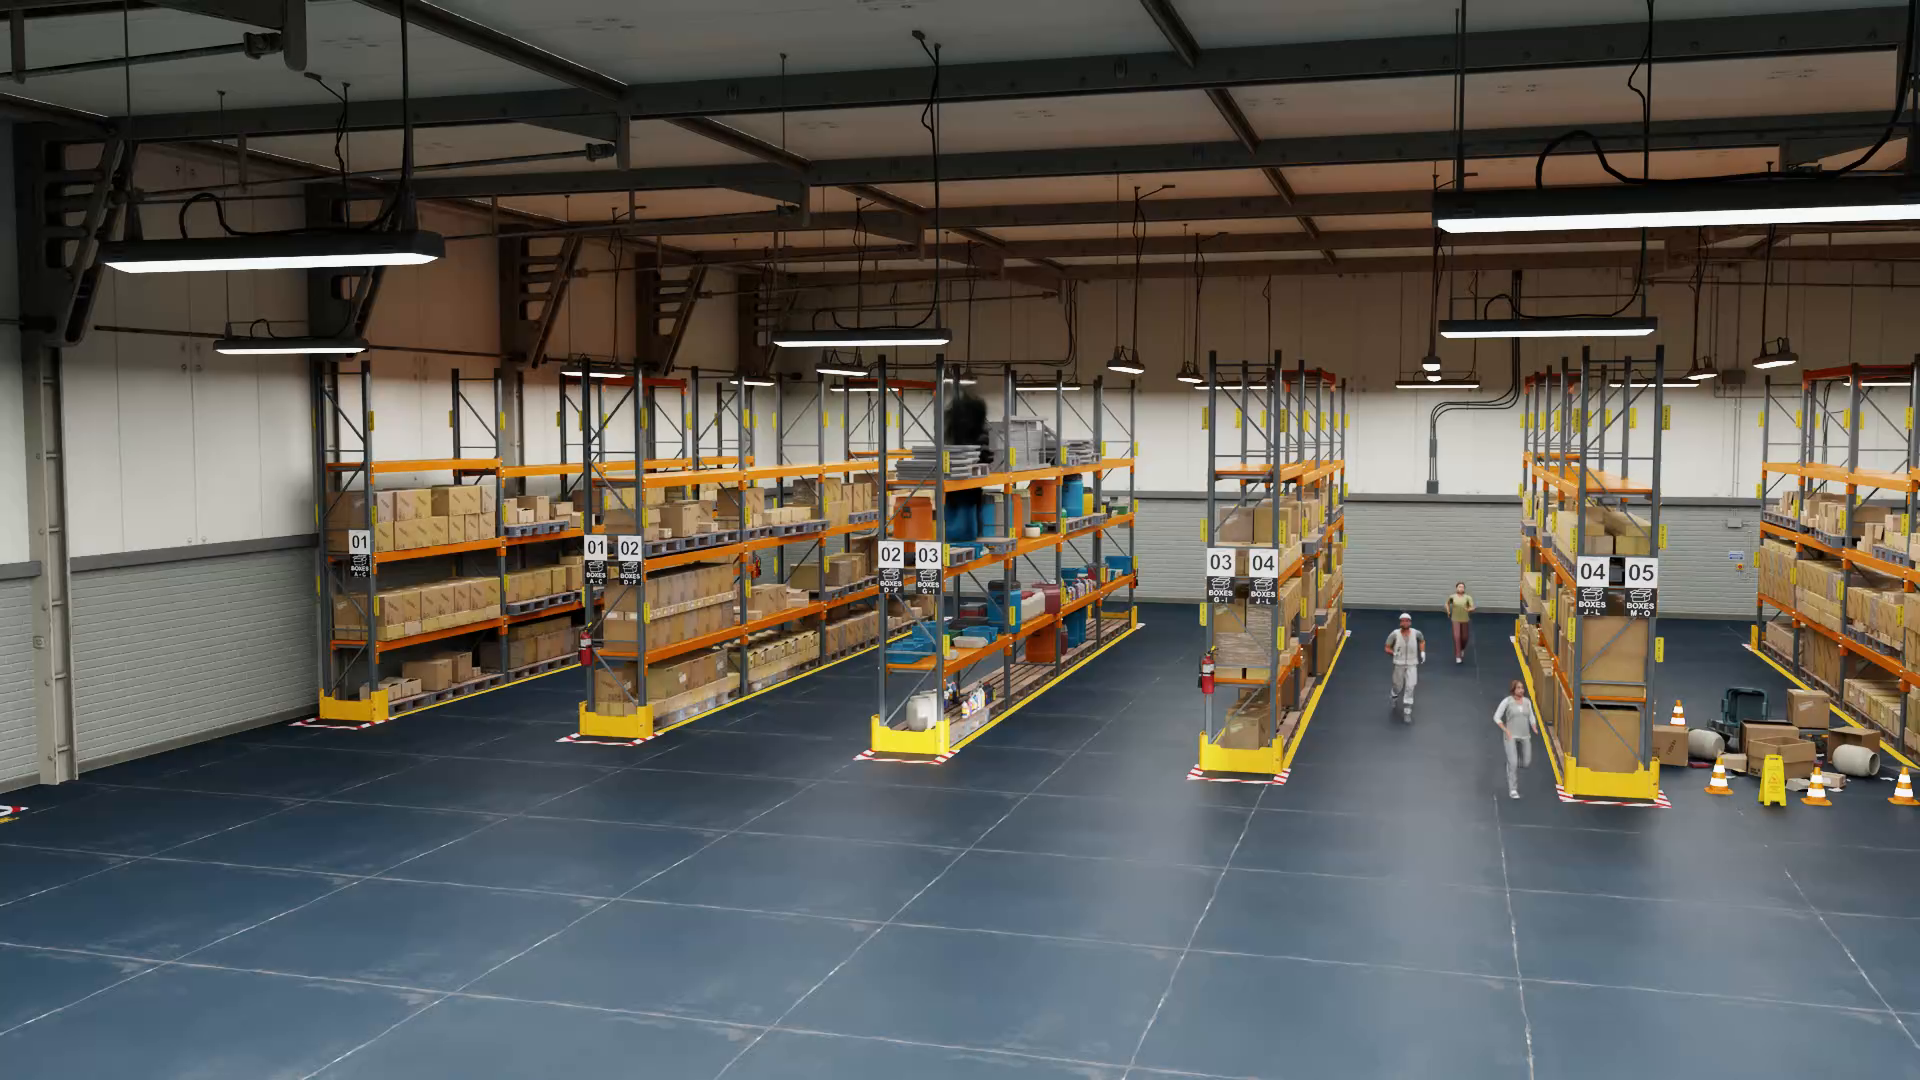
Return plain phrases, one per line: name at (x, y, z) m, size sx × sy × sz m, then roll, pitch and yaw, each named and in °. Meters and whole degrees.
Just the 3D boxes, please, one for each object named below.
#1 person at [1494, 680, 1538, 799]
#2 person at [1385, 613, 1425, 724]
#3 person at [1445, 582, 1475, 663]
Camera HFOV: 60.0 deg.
person at (7.425, 2.641, 22.217) m, size 0.558 × 1.553 × 0.570 m, roll 0°, pitch 4°, yaw -2°
person at (7.474, 2.114, 27.933) m, size 0.669 × 1.794 × 0.991 m, roll 1°, pitch 4°, yaw 10°
person at (10.394, 1.691, 34.562) m, size 0.584 × 1.645 × 0.939 m, roll 1°, pitch 4°, yaw 13°
